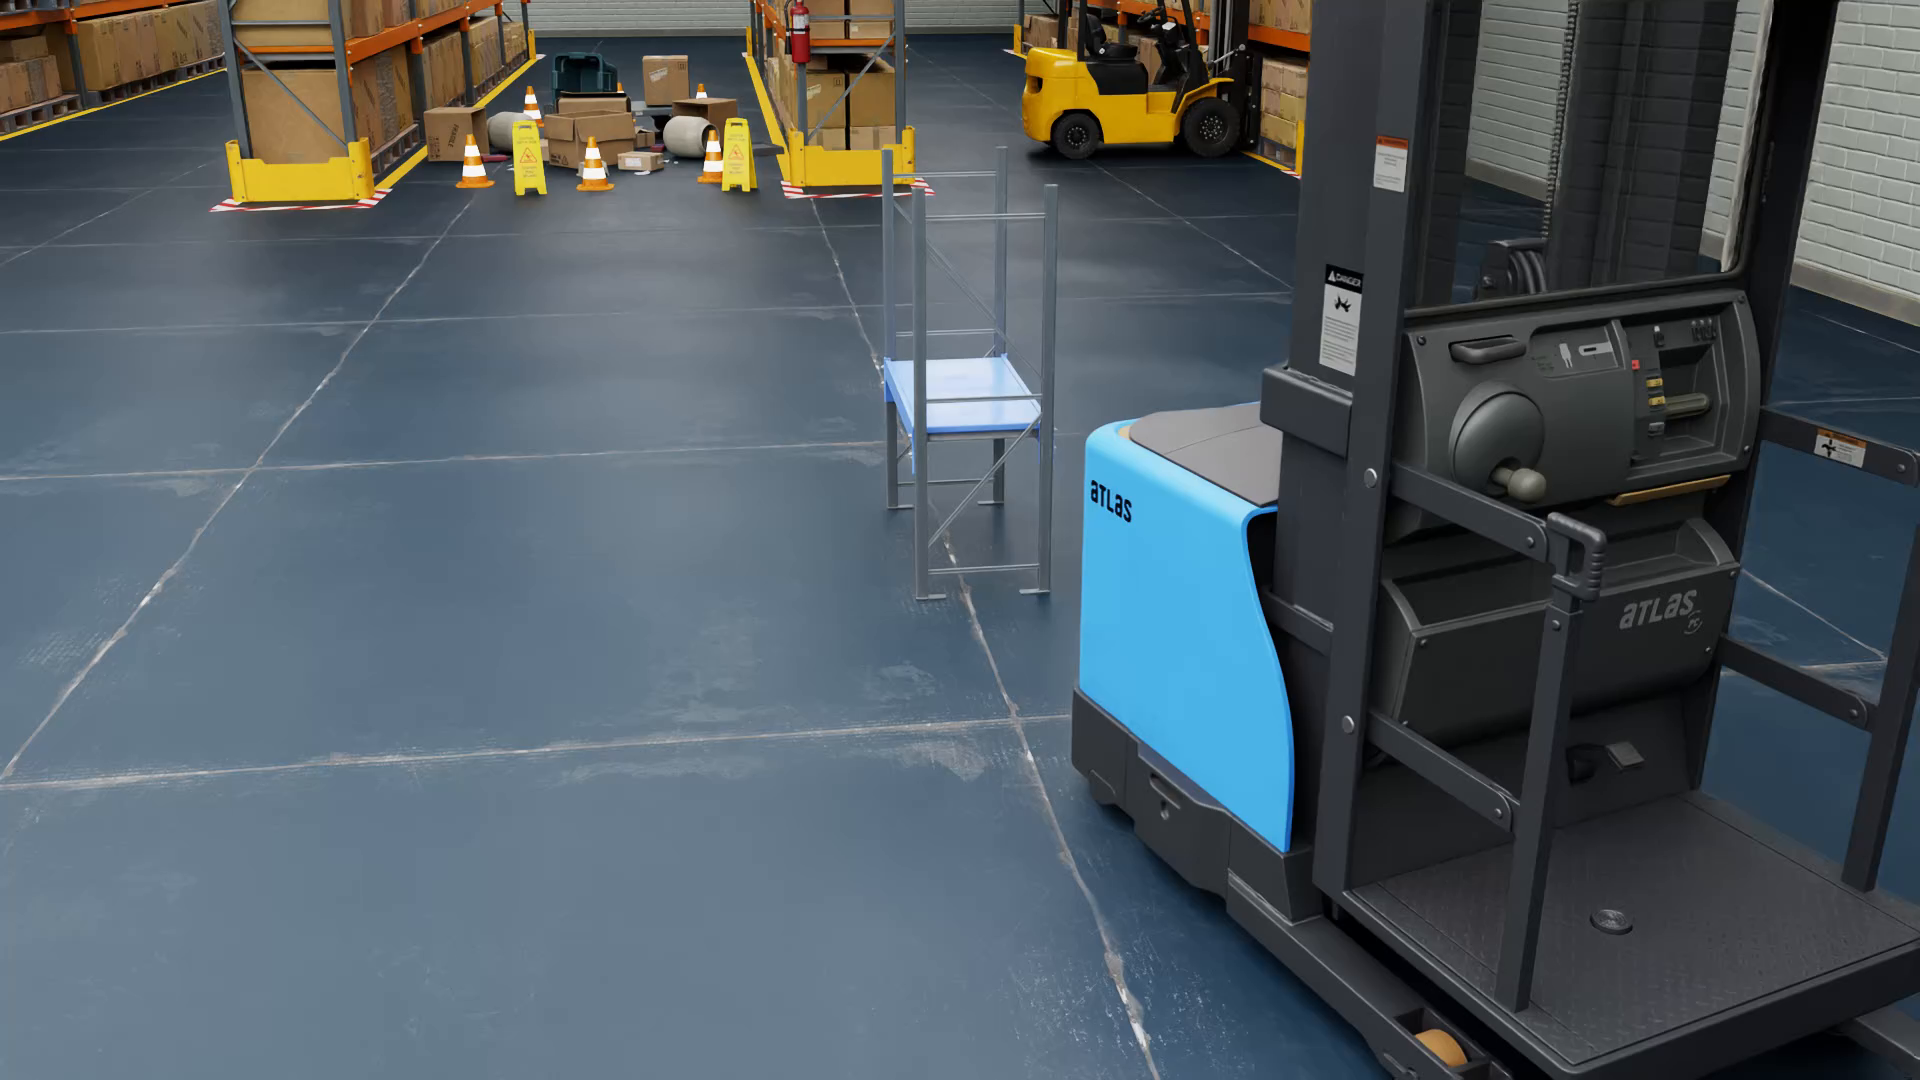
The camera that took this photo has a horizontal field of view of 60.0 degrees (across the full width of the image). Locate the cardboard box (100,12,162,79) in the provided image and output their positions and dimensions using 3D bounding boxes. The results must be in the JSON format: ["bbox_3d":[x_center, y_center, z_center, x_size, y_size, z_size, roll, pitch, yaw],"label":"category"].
[{"bbox_3d":[-12.306,-7.106,23.890,1.225,0.875,0.875,-4,21,-10],"label":"cardboard box"}]

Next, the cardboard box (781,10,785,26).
[{"bbox_3d":[-1.685,-5.478,17.455,0.380,0.149,0.250,-3,21,-7],"label":"cardboard box"}]

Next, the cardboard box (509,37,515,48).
[{"bbox_3d":[-7.582,-8.238,27.534,0.380,0.149,0.250,-3,21,-8],"label":"cardboard box"}]

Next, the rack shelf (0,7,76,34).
[{"bbox_3d":[-11.683,-6.020,19.575,1.077,0.370,4.000,-3,21,-8],"label":"rack shelf"}]

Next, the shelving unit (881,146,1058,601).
[{"bbox_3d":[0.012,-0.673,6.375,0.538,1.500,1.048,-3,21,-8],"label":"shelving unit"}]

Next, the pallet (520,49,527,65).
[{"bbox_3d":[-8.108,-8.419,28.955,1.003,0.211,1.213,-3,21,-8],"label":"pallet"}]

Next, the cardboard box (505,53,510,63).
[{"bbox_3d":[-7.359,-7.653,26.393,0.380,0.149,0.250,-4,21,-10],"label":"cardboard box"}]

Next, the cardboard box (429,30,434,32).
[{"bbox_3d":[-7.406,-6.865,22.710,0.500,0.250,0.500,-3,21,-9],"label":"cardboard box"}]

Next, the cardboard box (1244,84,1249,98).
[{"bbox_3d":[3.295,-4.852,18.034,0.500,0.250,0.500,-3,21,-8],"label":"cardboard box"}]

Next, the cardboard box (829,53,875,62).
[{"bbox_3d":[-1.162,-5.057,18.226,0.500,0.500,0.500,-3,21,-7],"label":"cardboard box"}]

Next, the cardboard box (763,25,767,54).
[{"bbox_3d":[-2.855,-8.463,28.150,0.875,0.438,0.875,-4,21,-9],"label":"cardboard box"}]

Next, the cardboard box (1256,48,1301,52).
[{"bbox_3d":[3.674,-5.458,18.942,0.500,0.250,0.500,-3,21,-9],"label":"cardboard box"}]

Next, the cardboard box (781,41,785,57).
[{"bbox_3d":[-1.735,-5.286,17.912,0.380,0.149,0.250,-2,21,-6],"label":"cardboard box"}]

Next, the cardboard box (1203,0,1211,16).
[{"bbox_3d":[3.129,-6.296,19.143,0.500,0.500,0.500,-3,21,-9],"label":"cardboard box"}]

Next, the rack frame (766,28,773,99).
[{"bbox_3d":[-2.164,-7.549,22.641,1.000,3.000,0.127,-3,21,-8],"label":"rack frame"}]

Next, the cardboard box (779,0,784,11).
[{"bbox_3d":[-1.645,-5.837,17.489,0.500,0.500,0.500,-3,21,-8],"label":"cardboard box"}]

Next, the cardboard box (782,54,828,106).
[{"bbox_3d":[-1.681,-5.021,18.131,0.500,0.500,0.500,-2,21,-6],"label":"cardboard box"}]

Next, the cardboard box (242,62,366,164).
[{"bbox_3d":[-6.058,-3.927,15.381,0.875,0.875,0.875,-3,21,-7],"label":"cardboard box"}]

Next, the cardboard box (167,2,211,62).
[{"bbox_3d":[-12.693,-8.180,26.766,0.875,0.875,0.875,-3,21,-8],"label":"cardboard box"}]

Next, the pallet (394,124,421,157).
[{"bbox_3d":[-6.439,-4.306,17.943,1.003,0.211,1.213,-3,21,-8],"label":"pallet"}]

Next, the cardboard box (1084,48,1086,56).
[{"bbox_3d":[2.172,-7.676,25.952,0.500,0.500,0.500,-4,21,-9],"label":"cardboard box"}]

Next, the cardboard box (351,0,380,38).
[{"bbox_3d":[-6.051,-5.081,15.818,0.875,0.550,0.550,-3,21,-8],"label":"cardboard box"}]

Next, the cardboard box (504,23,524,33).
[{"bbox_3d":[-7.732,-8.831,28.696,0.380,0.149,0.250,-3,21,-9],"label":"cardboard box"}]

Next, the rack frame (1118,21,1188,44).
[{"bbox_3d":[2.747,-7.801,23.315,1.000,3.000,0.127,-3,21,-8],"label":"rack frame"}]

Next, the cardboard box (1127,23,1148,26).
[{"bbox_3d":[2.741,-7.772,25.282,0.380,0.149,0.250,-3,21,-7],"label":"cardboard box"}]

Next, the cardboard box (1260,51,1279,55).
[{"bbox_3d":[3.230,-5.260,18.414,0.500,0.250,0.500,-2,21,-6],"label":"cardboard box"}]

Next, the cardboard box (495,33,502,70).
[{"bbox_3d":[-7.269,-7.432,25.299,0.500,0.500,0.500,-3,21,-9],"label":"cardboard box"}]

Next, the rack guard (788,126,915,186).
[{"bbox_3d":[-1.022,-3.635,15.733,1.175,0.500,0.348,-3,21,-8],"label":"rack guard"}]

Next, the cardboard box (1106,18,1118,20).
[{"bbox_3d":[2.552,-8.312,26.728,0.380,0.149,0.250,-3,21,-8],"label":"cardboard box"}]

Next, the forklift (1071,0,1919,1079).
[{"bbox_3d":[1.410,-0.285,3.291,1.130,2.935,3.031,-9,22,-24],"label":"forklift"}]

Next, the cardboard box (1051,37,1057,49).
[{"bbox_3d":[1.748,-8.403,28.236,0.396,0.266,0.258,-2,21,-6],"label":"cardboard box"}]

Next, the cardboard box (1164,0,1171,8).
[{"bbox_3d":[2.873,-6.854,20.995,0.500,0.250,0.500,-3,21,-7],"label":"cardboard box"}]

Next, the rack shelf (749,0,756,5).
[{"bbox_3d":[-3.029,-9.289,28.329,1.077,0.370,4.000,-3,21,-8],"label":"rack shelf"}]

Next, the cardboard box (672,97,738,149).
[{"bbox_3d":[-2.780,-4.555,18.193,0.500,0.500,0.500,12,24,29],"label":"cardboard box"}]

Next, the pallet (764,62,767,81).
[{"bbox_3d":[-2.555,-7.364,26.132,1.003,0.211,1.213,-3,21,-8],"label":"pallet"}]

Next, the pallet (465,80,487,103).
[{"bbox_3d":[-7.159,-6.229,23.092,1.003,0.211,1.213,-3,21,-8],"label":"pallet"}]

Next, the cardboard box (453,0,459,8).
[{"bbox_3d":[-6.647,-6.996,21.018,0.500,0.500,0.500,-3,21,-8],"label":"cardboard box"}]

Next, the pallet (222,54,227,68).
[{"bbox_3d":[-12.931,-8.240,28.476,1.003,0.211,1.213,-3,21,-8],"label":"pallet"}]

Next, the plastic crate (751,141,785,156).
[{"bbox_3d":[-2.173,-4.211,17.878,0.402,0.080,0.583,-11,23,-26],"label":"plastic crate"}]

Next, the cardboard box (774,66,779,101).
[{"bbox_3d":[-1.875,-5.801,21.116,0.950,0.372,0.625,-2,21,-6],"label":"cardboard box"}]

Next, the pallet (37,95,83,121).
[{"bbox_3d":[-11.860,-5.472,21.066,1.003,0.211,1.213,-3,21,-8],"label":"pallet"}]

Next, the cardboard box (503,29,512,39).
[{"bbox_3d":[-7.552,-8.284,27.232,0.380,0.149,0.250,-2,21,-7],"label":"cardboard box"}]

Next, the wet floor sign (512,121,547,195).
[{"bbox_3d":[-3.931,-3.482,15.115,0.267,0.644,0.232,-7,21,-17],"label":"wet floor sign"}]

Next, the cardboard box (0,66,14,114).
[{"bbox_3d":[-11.593,-5.273,19.491,0.700,0.500,0.500,-5,21,-12],"label":"cardboard box"}]

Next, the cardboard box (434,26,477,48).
[{"bbox_3d":[-6.908,-6.892,22.784,0.500,0.250,0.500,-4,21,-10],"label":"cardboard box"}]

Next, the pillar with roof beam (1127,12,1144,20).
[{"bbox_3d":[-1.298,-12.065,26.159,9.100,9.000,0.400,-3,21,-8],"label":"pillar with roof beam"}]

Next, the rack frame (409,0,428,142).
[{"bbox_3d":[-6.472,-5.880,18.171,1.000,3.000,0.127,-3,21,-8],"label":"rack frame"}]

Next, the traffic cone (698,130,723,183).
[{"bbox_3d":[-2.350,-3.675,15.893,0.336,0.463,0.334,-3,21,-8],"label":"traffic cone"}]

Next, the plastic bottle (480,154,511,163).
[{"bbox_3d":[-4.804,-3.951,17.208,0.283,0.061,0.133,-11,23,-26],"label":"plastic bottle"}]

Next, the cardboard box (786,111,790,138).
[{"bbox_3d":[-1.542,-4.315,17.311,0.500,0.250,0.500,-4,21,-10],"label":"cardboard box"}]

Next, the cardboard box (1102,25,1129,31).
[{"bbox_3d":[2.331,-7.655,24.970,0.380,0.149,0.250,-3,21,-9],"label":"cardboard box"}]

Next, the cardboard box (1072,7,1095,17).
[{"bbox_3d":[2.019,-8.520,26.861,0.380,0.149,0.250,-3,21,-9],"label":"cardboard box"}]

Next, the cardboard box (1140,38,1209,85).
[{"bbox_3d":[2.925,-6.443,22.472,0.875,0.625,0.625,-2,21,-6],"label":"cardboard box"}]

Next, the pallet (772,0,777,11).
[{"bbox_3d":[-1.838,-6.776,20.845,1.003,0.211,1.213,-3,21,-8],"label":"pallet"}]
